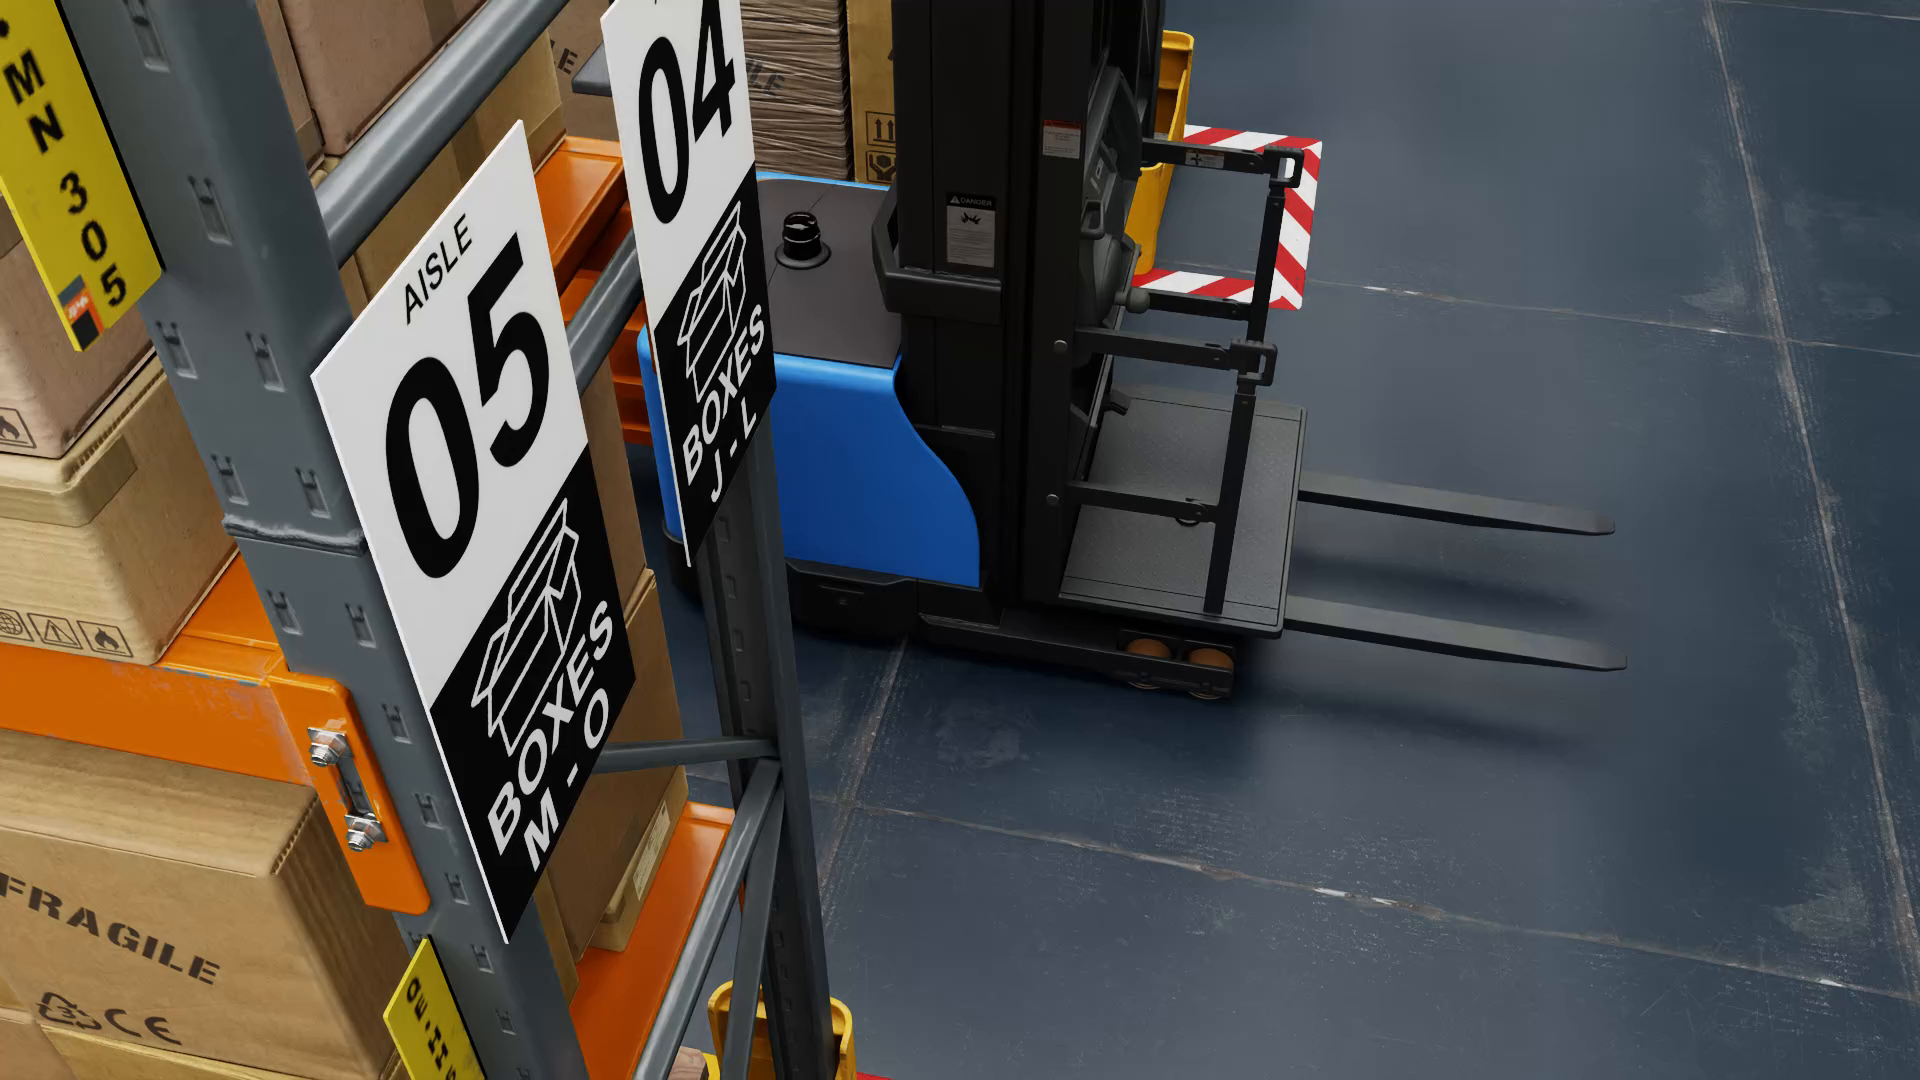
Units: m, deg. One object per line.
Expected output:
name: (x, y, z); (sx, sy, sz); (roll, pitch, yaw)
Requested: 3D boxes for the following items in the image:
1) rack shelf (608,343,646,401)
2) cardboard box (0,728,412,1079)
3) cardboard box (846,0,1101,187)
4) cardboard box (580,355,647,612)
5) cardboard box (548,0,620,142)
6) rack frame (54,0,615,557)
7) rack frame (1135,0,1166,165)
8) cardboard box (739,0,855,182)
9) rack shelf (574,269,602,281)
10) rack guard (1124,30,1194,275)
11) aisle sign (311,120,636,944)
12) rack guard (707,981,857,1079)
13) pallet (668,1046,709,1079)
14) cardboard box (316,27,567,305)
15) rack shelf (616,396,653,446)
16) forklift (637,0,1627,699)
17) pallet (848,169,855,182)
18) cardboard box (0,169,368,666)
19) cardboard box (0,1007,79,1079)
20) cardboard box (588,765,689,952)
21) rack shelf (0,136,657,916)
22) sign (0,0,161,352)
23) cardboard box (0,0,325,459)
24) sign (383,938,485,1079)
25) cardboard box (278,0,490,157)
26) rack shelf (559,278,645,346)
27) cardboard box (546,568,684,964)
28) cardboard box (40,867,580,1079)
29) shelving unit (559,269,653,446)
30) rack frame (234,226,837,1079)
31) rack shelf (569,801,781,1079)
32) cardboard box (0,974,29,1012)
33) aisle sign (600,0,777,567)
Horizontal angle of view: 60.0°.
rack shelf: (-1.129, -0.558, 5.561); (0.480, 0.148, 0.258); (9, 45, 9)
cardboard box: (-0.960, 0.343, 2.223); (0.500, 0.500, 0.500); (8, 44, 8)
cardboard box: (0.081, -2.022, 6.917); (0.875, 0.875, 0.875); (9, 45, 9)
cardboard box: (-0.839, -0.004, 2.583); (0.500, 0.500, 0.500); (9, 45, 9)
cardboard box: (-1.676, -2.295, 7.201); (0.875, 0.875, 0.875); (9, 45, 9)
rack frame: (-0.459, -1.414, 0.730); (0.127, 3.000, 1.000); (9, 45, 9)
rack frame: (0.723, -2.594, 6.282); (0.127, 3.000, 1.000); (9, 45, 9)
cardboard box: (-0.807, -2.160, 7.061); (0.875, 0.875, 0.875); (9, 45, 9)
rack shelf: (-1.129, -0.889, 5.242); (0.480, 0.148, 0.258); (9, 45, 9)
rack guard: (0.746, -1.690, 7.145); (0.348, 0.500, 1.175); (9, 45, 9)
aisle sign: (-0.453, 0.025, 1.686); (0.004, 0.787, 0.394); (9, 45, 9)
rack guard: (-0.533, 1.637, 3.689); (0.348, 0.500, 1.175); (9, 45, 9)
pallet: (-1.318, 1.594, 3.942); (1.213, 0.211, 1.003); (9, 45, 9)
cardboard box: (-0.841, -0.520, 2.072); (0.500, 0.250, 0.500); (10, 45, 11)
rack shelf: (-1.129, -0.415, 5.699); (0.480, 0.148, 0.258); (9, 45, 9)
forklift: (0.611, -0.962, 4.636); (3.031, 2.935, 1.130); (9, 45, 9)
pallet: (-0.075, -1.657, 7.320); (1.213, 0.211, 1.003); (9, 45, 9)
cardboard box: (-0.961, -0.169, 1.708); (0.500, 0.250, 0.500); (8, 44, 8)
cardboard box: (-1.455, 0.629, 2.647); (0.500, 0.500, 0.500); (8, 45, 8)
cardboard box: (-0.704, 0.567, 3.179); (0.250, 0.149, 0.380); (8, 45, 9)
rack shelf: (-2.411, -0.377, 2.334); (4.000, 0.370, 1.077); (9, 45, 9)
sign: (-0.600, -0.280, 1.076); (0.005, 0.325, 0.100); (9, 45, 9)
cardboard box: (-0.964, -0.357, 1.542); (0.500, 0.250, 0.500); (8, 44, 8)
sign: (-0.600, 0.589, 1.912); (0.005, 0.325, 0.100); (9, 45, 9)
cardboard box: (-0.840, -0.703, 1.902); (0.500, 0.250, 0.500); (9, 45, 10)
rack shelf: (-1.129, -0.719, 5.406); (0.480, 0.148, 0.258); (9, 45, 9)
cardboard box: (-0.837, 0.349, 2.937); (0.500, 0.500, 0.500); (11, 45, 11)
cardboard box: (-0.954, 0.710, 2.562); (0.500, 0.500, 0.500); (10, 45, 10)
shelving unit: (-1.129, -0.606, 5.515); (0.503, 1.200, 0.258); (9, 45, 9)
rack frame: (-0.459, 0.748, 2.810); (0.127, 3.000, 1.000); (9, 45, 9)
rack shelf: (-2.411, 0.704, 3.374); (4.000, 0.370, 1.077); (9, 45, 9)
cardboard box: (-1.454, 0.266, 2.303); (0.500, 0.500, 0.500); (7, 44, 8)
aisle sign: (-0.322, -0.381, 2.108); (0.004, 0.787, 0.394); (9, 45, 9)
